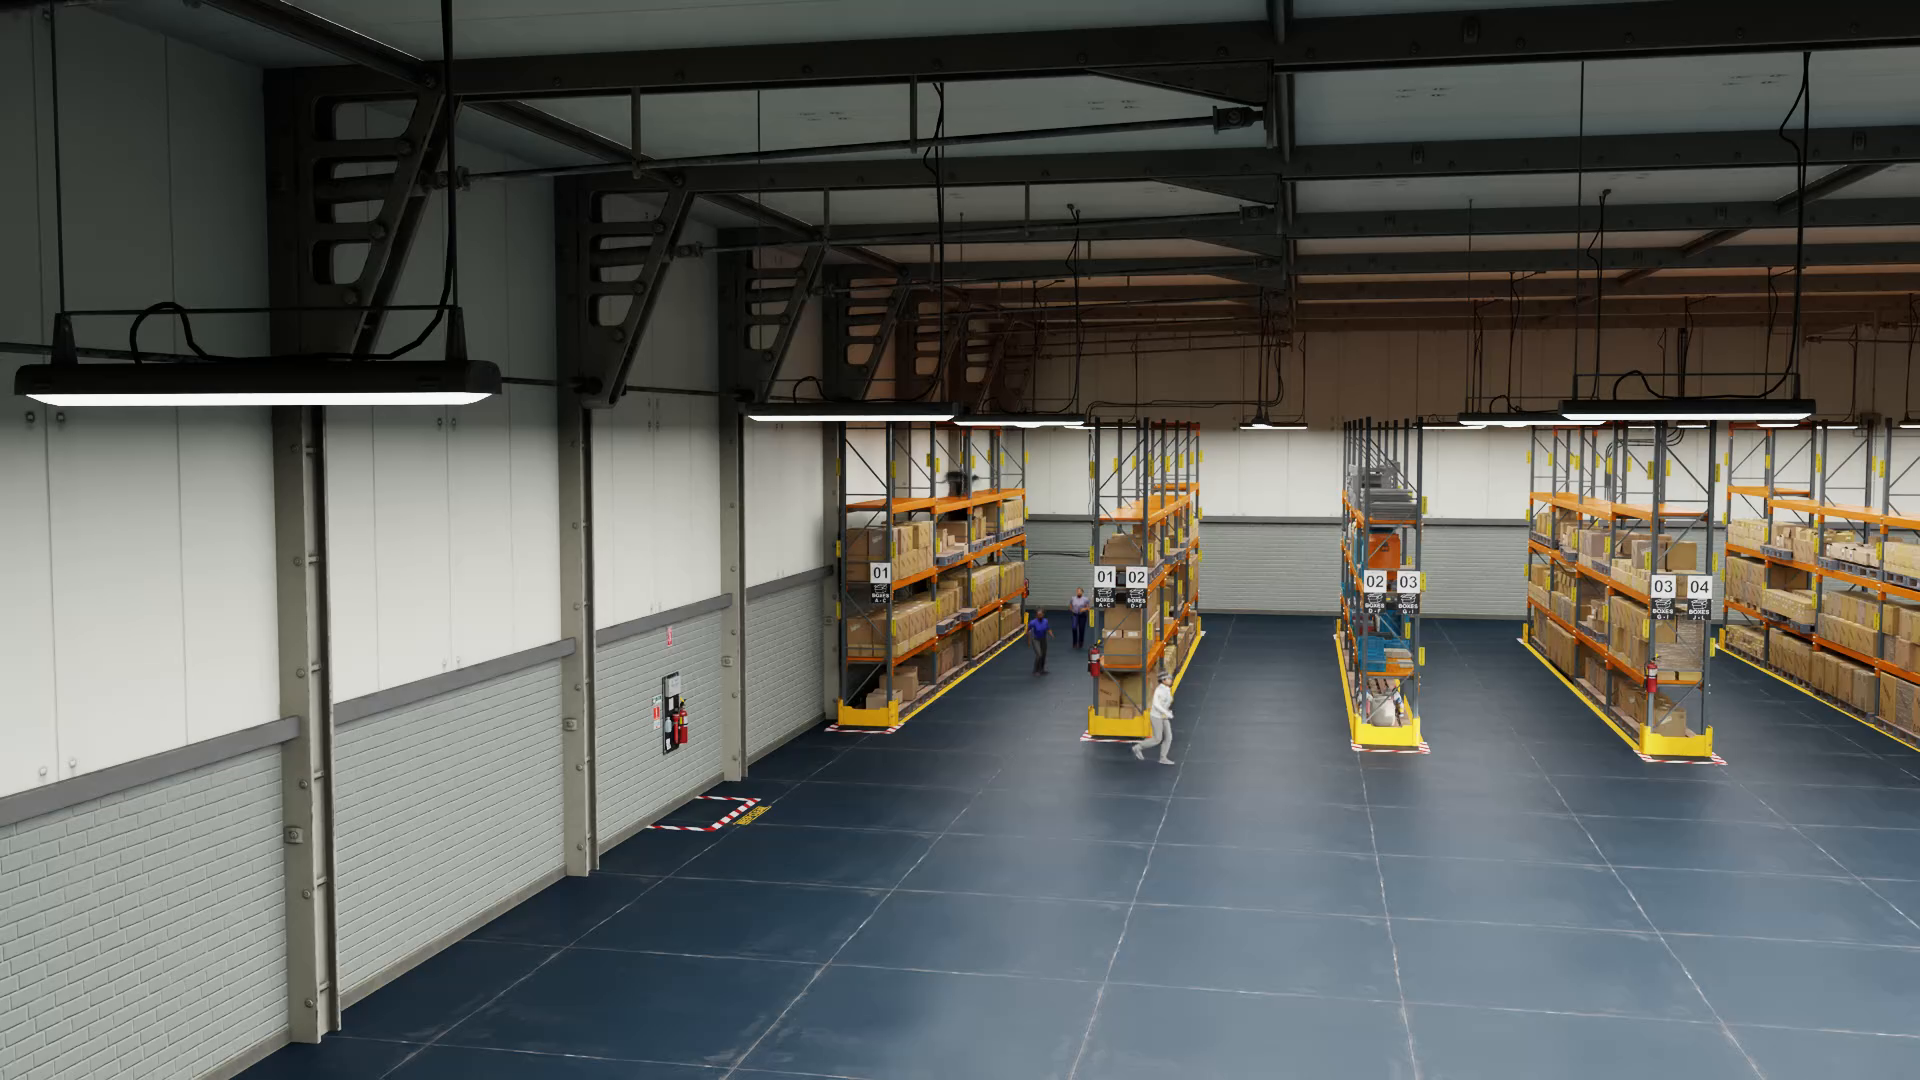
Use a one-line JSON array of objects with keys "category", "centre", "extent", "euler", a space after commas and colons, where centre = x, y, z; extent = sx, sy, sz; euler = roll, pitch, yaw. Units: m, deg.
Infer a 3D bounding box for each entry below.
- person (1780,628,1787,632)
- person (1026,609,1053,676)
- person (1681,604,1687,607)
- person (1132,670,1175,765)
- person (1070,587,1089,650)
[{"category": "person", "centre": [22.197, 2.012, 44.479], "extent": [0.614, 1.645, 0.885], "euler": [-2, 4, -27]}, {"category": "person", "centre": [1.918, 2.436, 39.153], "extent": [0.625, 1.615, 0.797], "euler": [-2, 4, -31]}, {"category": "person", "centre": [19.009, 2.040, 43.743], "extent": [0.578, 1.649, 0.620], "euler": [1, 4, 9]}, {"category": "person", "centre": [3.350, 3.052, 28.659], "extent": [0.747, 1.644, 0.617], "euler": [2, 4, 24]}, {"category": "person", "centre": [3.160, 2.073, 43.982], "extent": [0.504, 1.666, 0.800], "euler": [0, 4, 3]}]
